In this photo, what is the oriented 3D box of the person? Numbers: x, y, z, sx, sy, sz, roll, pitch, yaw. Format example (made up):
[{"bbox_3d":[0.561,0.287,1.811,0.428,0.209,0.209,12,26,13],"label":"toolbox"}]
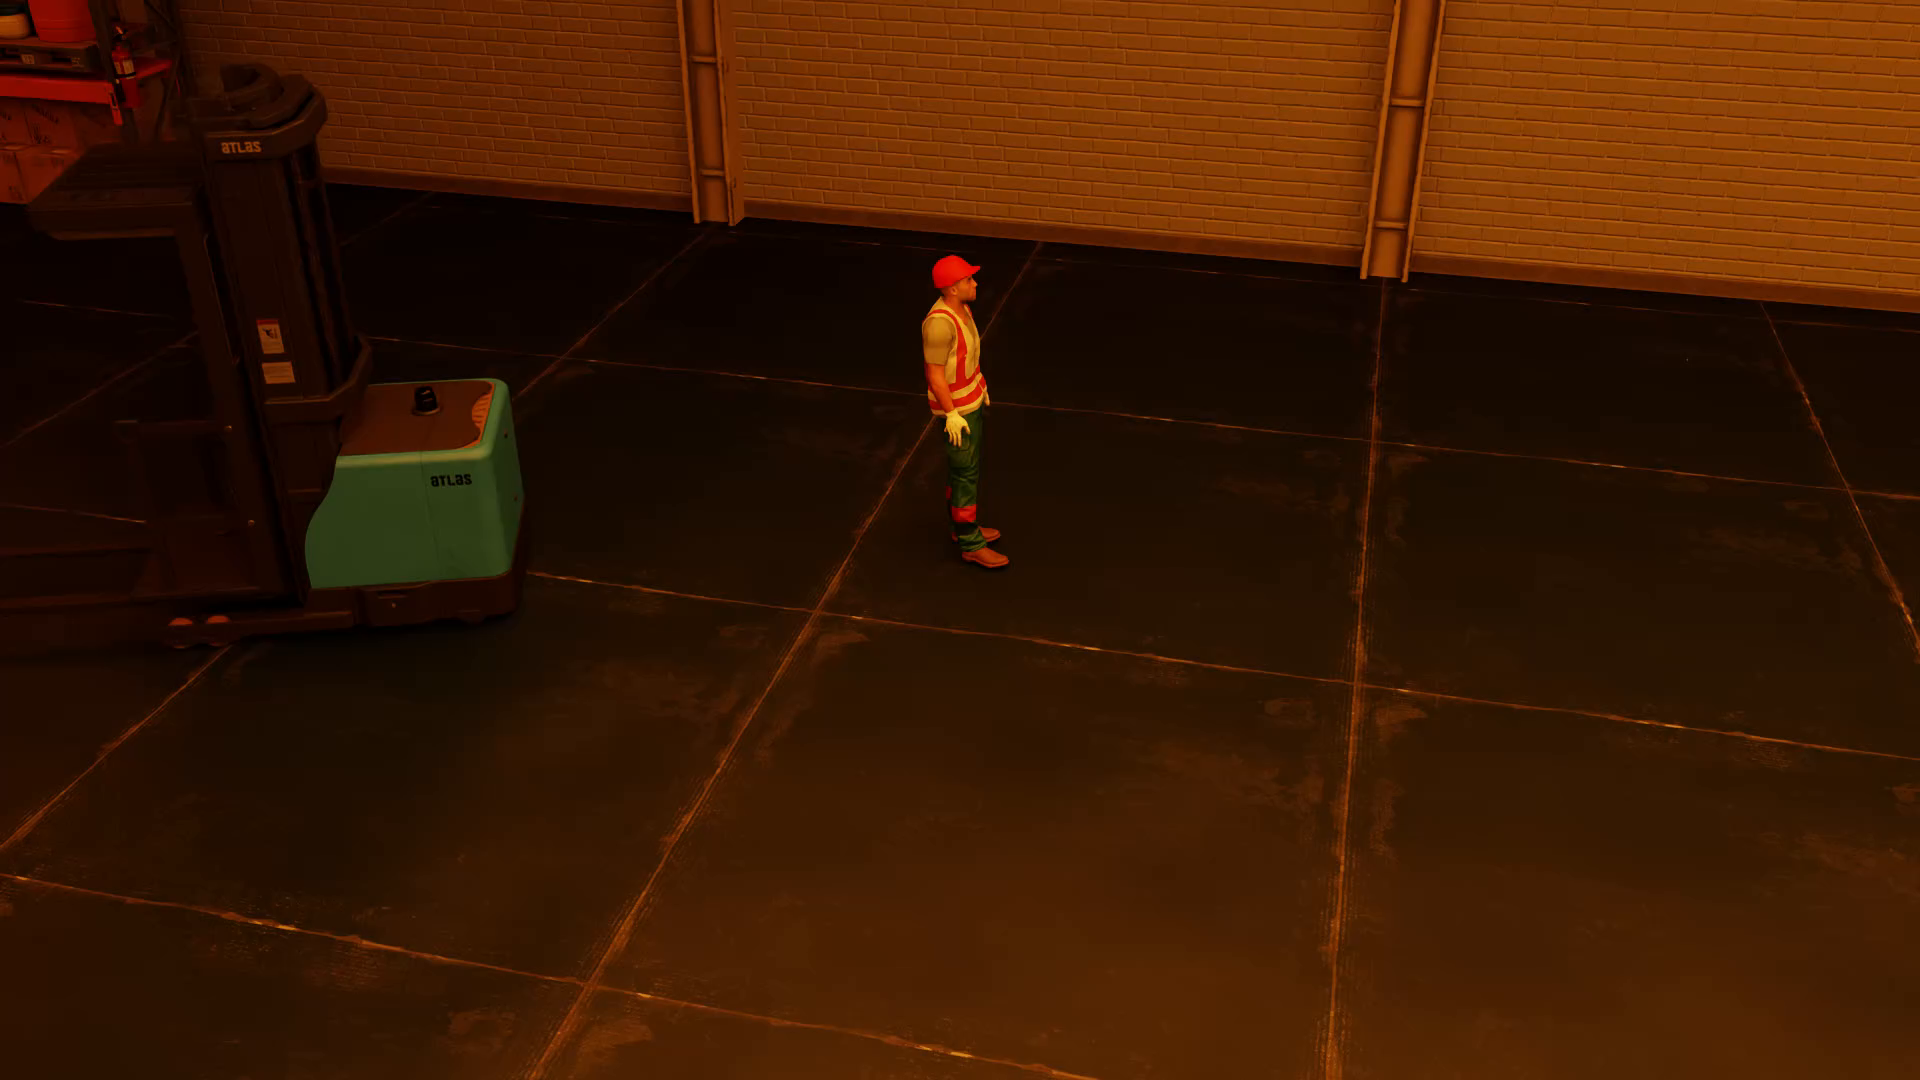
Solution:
[{"bbox_3d":[0.076,-0.770,9.671,0.562,1.790,0.637,7,30,12],"label":"person"}]

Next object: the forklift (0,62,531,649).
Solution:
[{"bbox_3d":[-4.045,-0.958,8.861,3.031,2.935,1.130,-4,30,-7],"label":"forklift"}]
